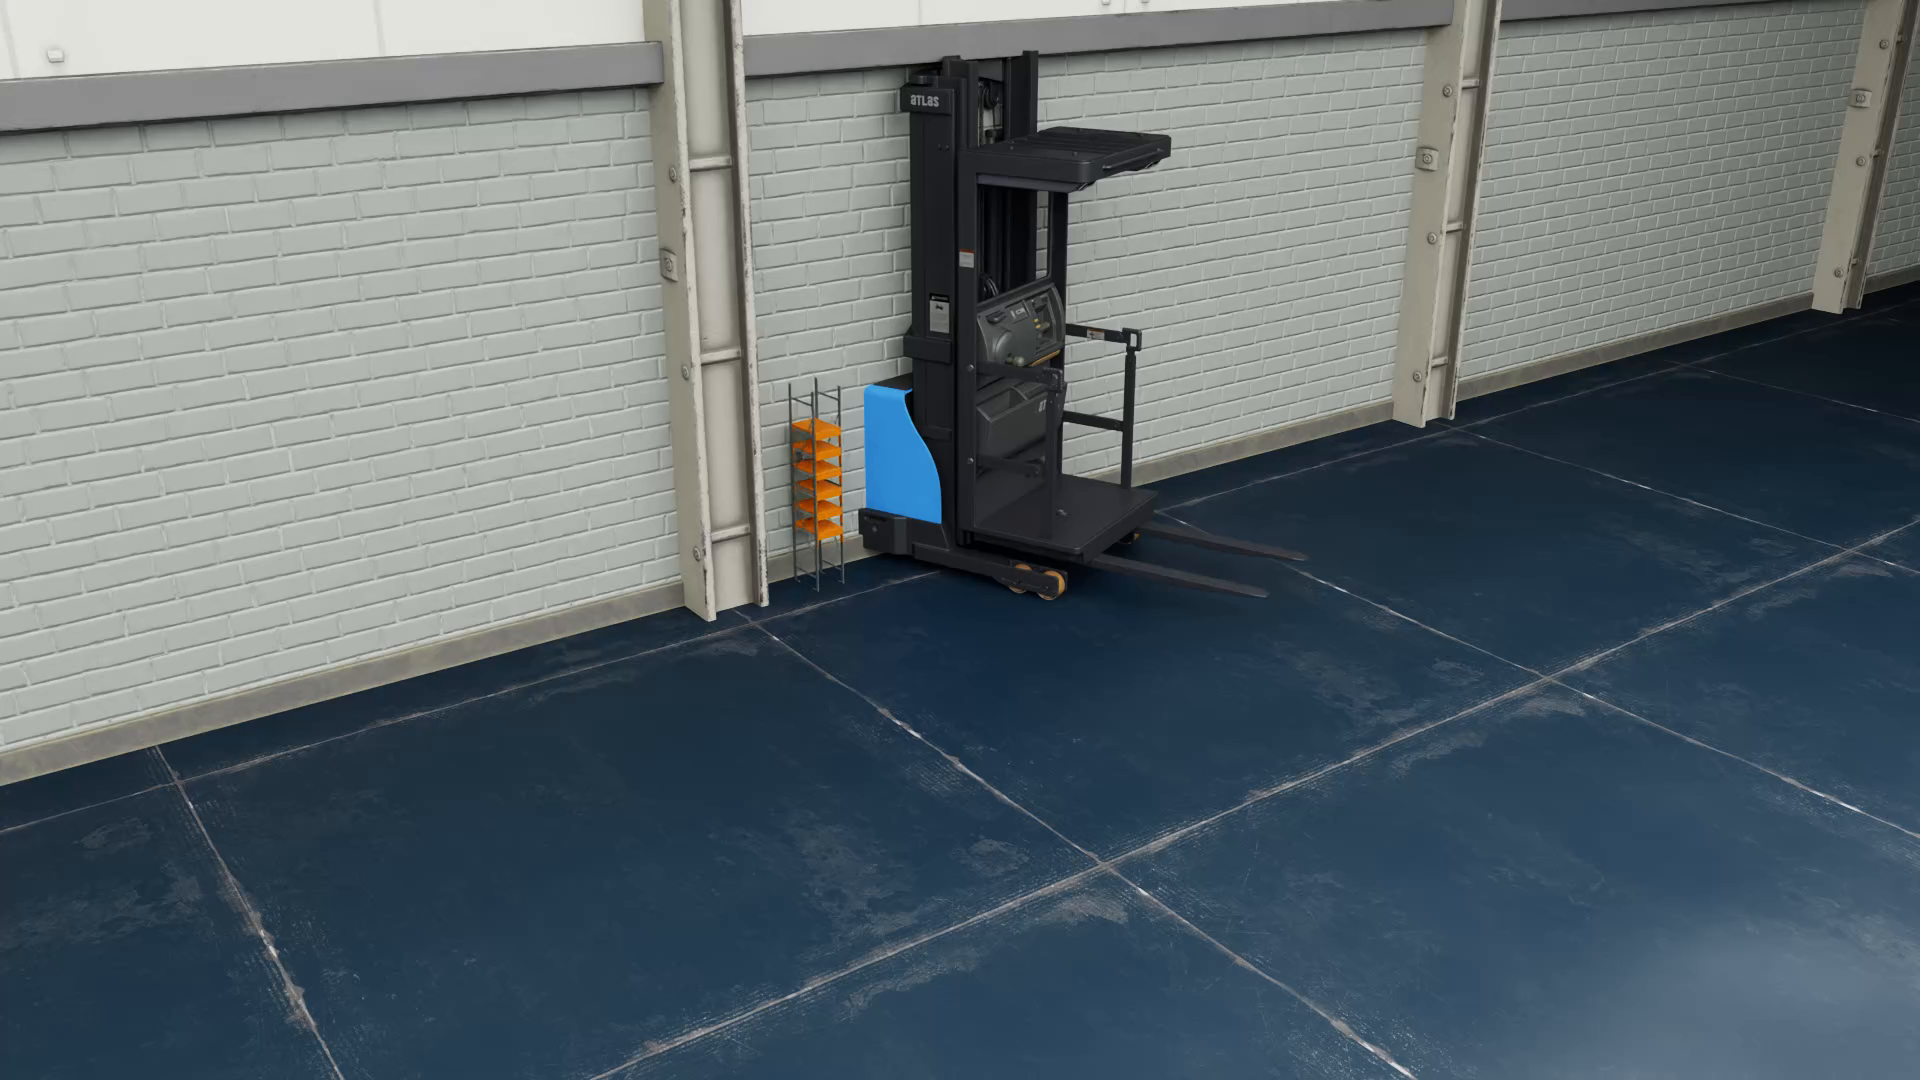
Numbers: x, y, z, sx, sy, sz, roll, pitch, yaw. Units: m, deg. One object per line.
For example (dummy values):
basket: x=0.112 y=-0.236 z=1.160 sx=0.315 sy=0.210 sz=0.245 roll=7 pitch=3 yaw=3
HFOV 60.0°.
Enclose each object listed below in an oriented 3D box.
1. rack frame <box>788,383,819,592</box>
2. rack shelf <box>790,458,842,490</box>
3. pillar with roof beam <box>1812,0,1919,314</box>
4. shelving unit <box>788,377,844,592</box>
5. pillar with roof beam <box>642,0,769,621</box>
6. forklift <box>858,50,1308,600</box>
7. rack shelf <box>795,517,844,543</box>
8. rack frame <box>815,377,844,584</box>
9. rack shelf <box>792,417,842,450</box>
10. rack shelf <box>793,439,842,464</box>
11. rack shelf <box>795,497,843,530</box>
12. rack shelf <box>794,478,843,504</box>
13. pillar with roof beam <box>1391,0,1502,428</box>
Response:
rack frame: x=-0.894 y=-0.293 z=9.507 sx=0.006 sy=1.200 sz=0.240 roll=-17 pitch=27 yaw=-37
rack shelf: x=-0.823 y=-0.385 z=9.535 sx=0.180 sy=0.103 sz=0.258 roll=-17 pitch=27 yaw=-37
pillar with roof beam: x=10.921 y=-5.116 z=11.077 sx=0.400 sy=9.000 sz=9.100 roll=-15 pitch=26 yaw=-33
shelving unit: x=-0.824 y=-0.314 z=9.562 sx=0.189 sy=1.200 sz=0.258 roll=-17 pitch=27 yaw=-37
pillar with roof beam: x=1.180 y=-2.519 z=4.567 sx=0.400 sy=9.000 sz=9.100 roll=-15 pitch=26 yaw=-33
forklift: x=0.536 y=-1.241 z=9.552 sx=3.031 sy=2.935 sz=1.130 roll=13 pitch=25 yaw=29
rack shelf: x=-0.826 y=-0.049 z=9.666 sx=0.180 sy=0.103 sz=0.258 roll=-17 pitch=27 yaw=-37
rack frame: x=-0.754 y=-0.335 z=9.618 sx=0.006 sy=1.200 sz=0.240 roll=-17 pitch=27 yaw=-37
rack shelf: x=-0.822 y=-0.608 z=9.447 sx=0.180 sy=0.103 sz=0.258 roll=-17 pitch=27 yaw=-37
rack shelf: x=-0.822 y=-0.496 z=9.491 sx=0.180 sy=0.103 sz=0.258 roll=-17 pitch=27 yaw=-37
rack shelf: x=-0.825 y=-0.161 z=9.622 sx=0.180 sy=0.103 sz=0.258 roll=-17 pitch=27 yaw=-37
rack shelf: x=-0.824 y=-0.273 z=9.579 sx=0.180 sy=0.103 sz=0.258 roll=-17 pitch=27 yaw=-37
pillar with roof beam: x=6.051 y=-3.818 z=7.822 sx=0.400 sy=9.000 sz=9.100 roll=-15 pitch=26 yaw=-33
